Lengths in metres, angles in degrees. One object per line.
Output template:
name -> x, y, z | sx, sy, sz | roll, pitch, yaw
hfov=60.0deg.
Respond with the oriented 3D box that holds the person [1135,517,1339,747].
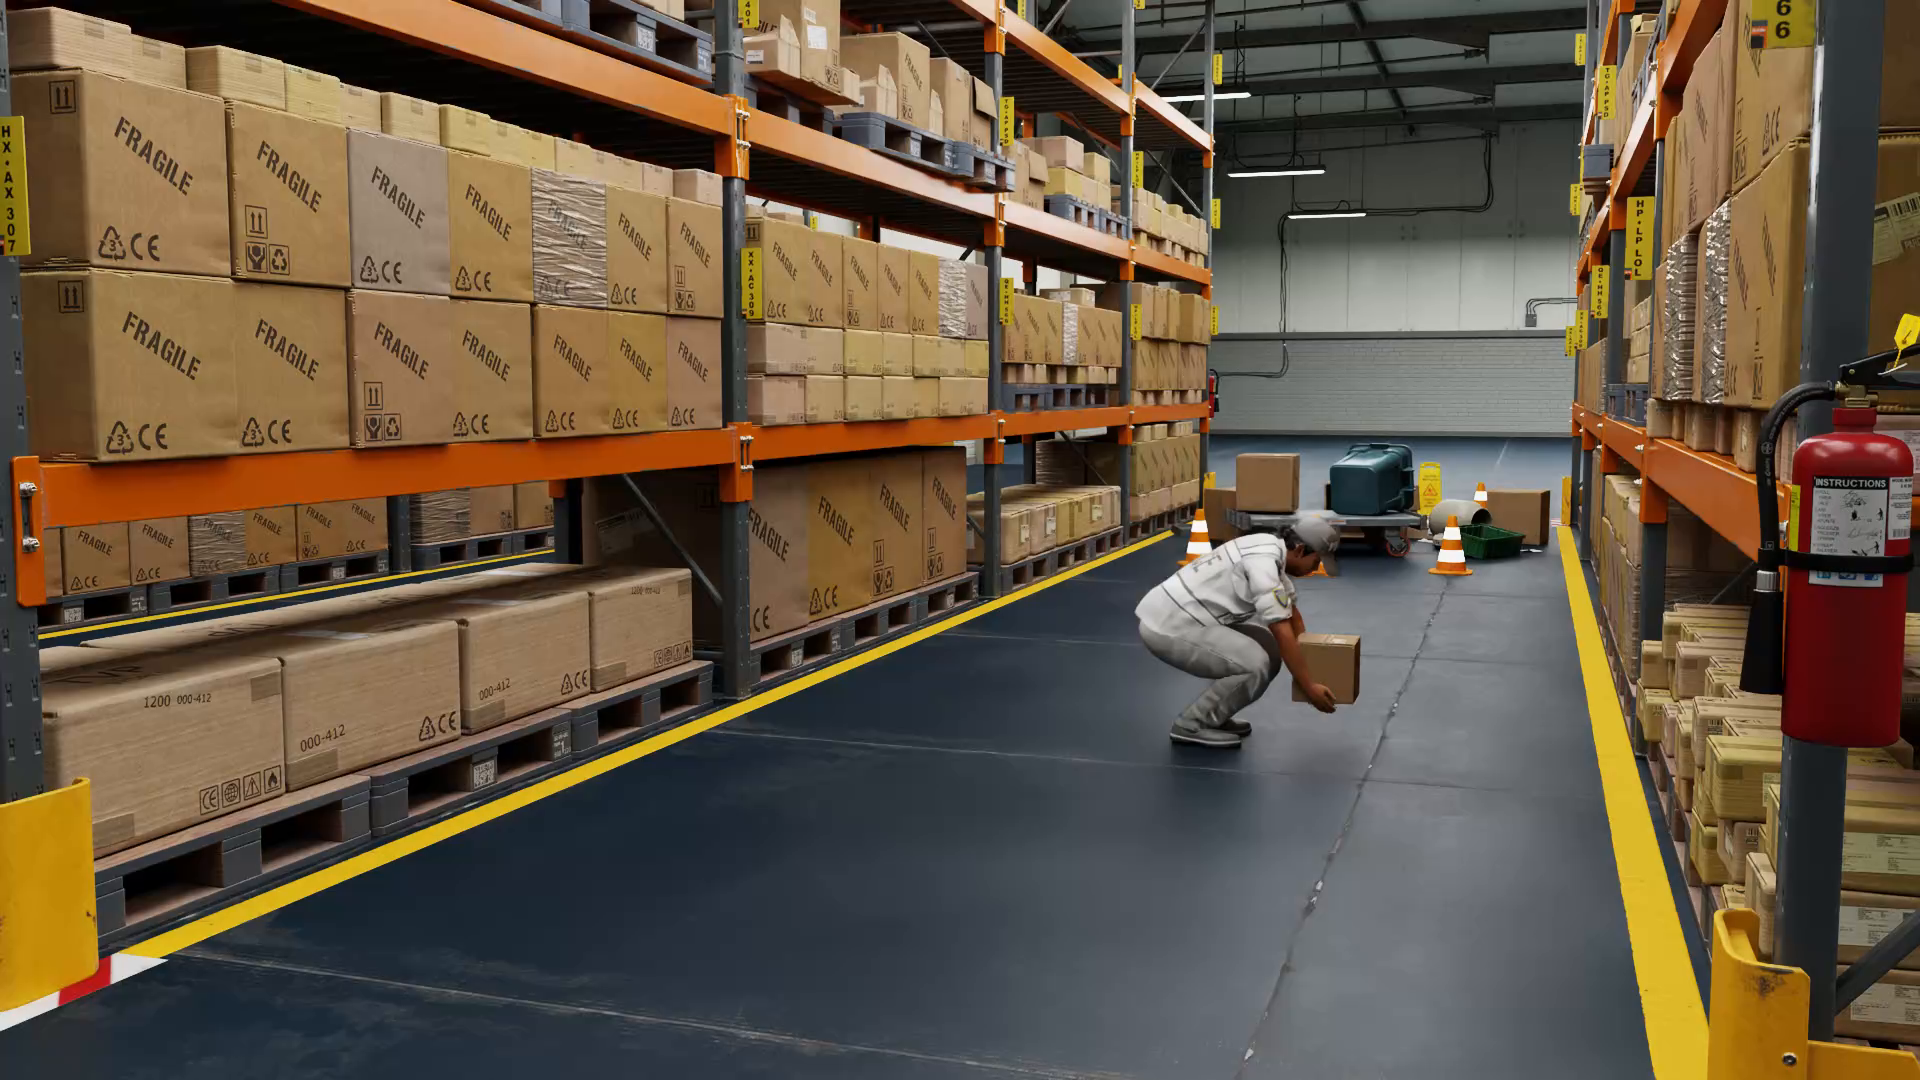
person -> 1.181, 0.376, 7.050 | 0.852, 0.959, 0.527 | 2, 6, 18
